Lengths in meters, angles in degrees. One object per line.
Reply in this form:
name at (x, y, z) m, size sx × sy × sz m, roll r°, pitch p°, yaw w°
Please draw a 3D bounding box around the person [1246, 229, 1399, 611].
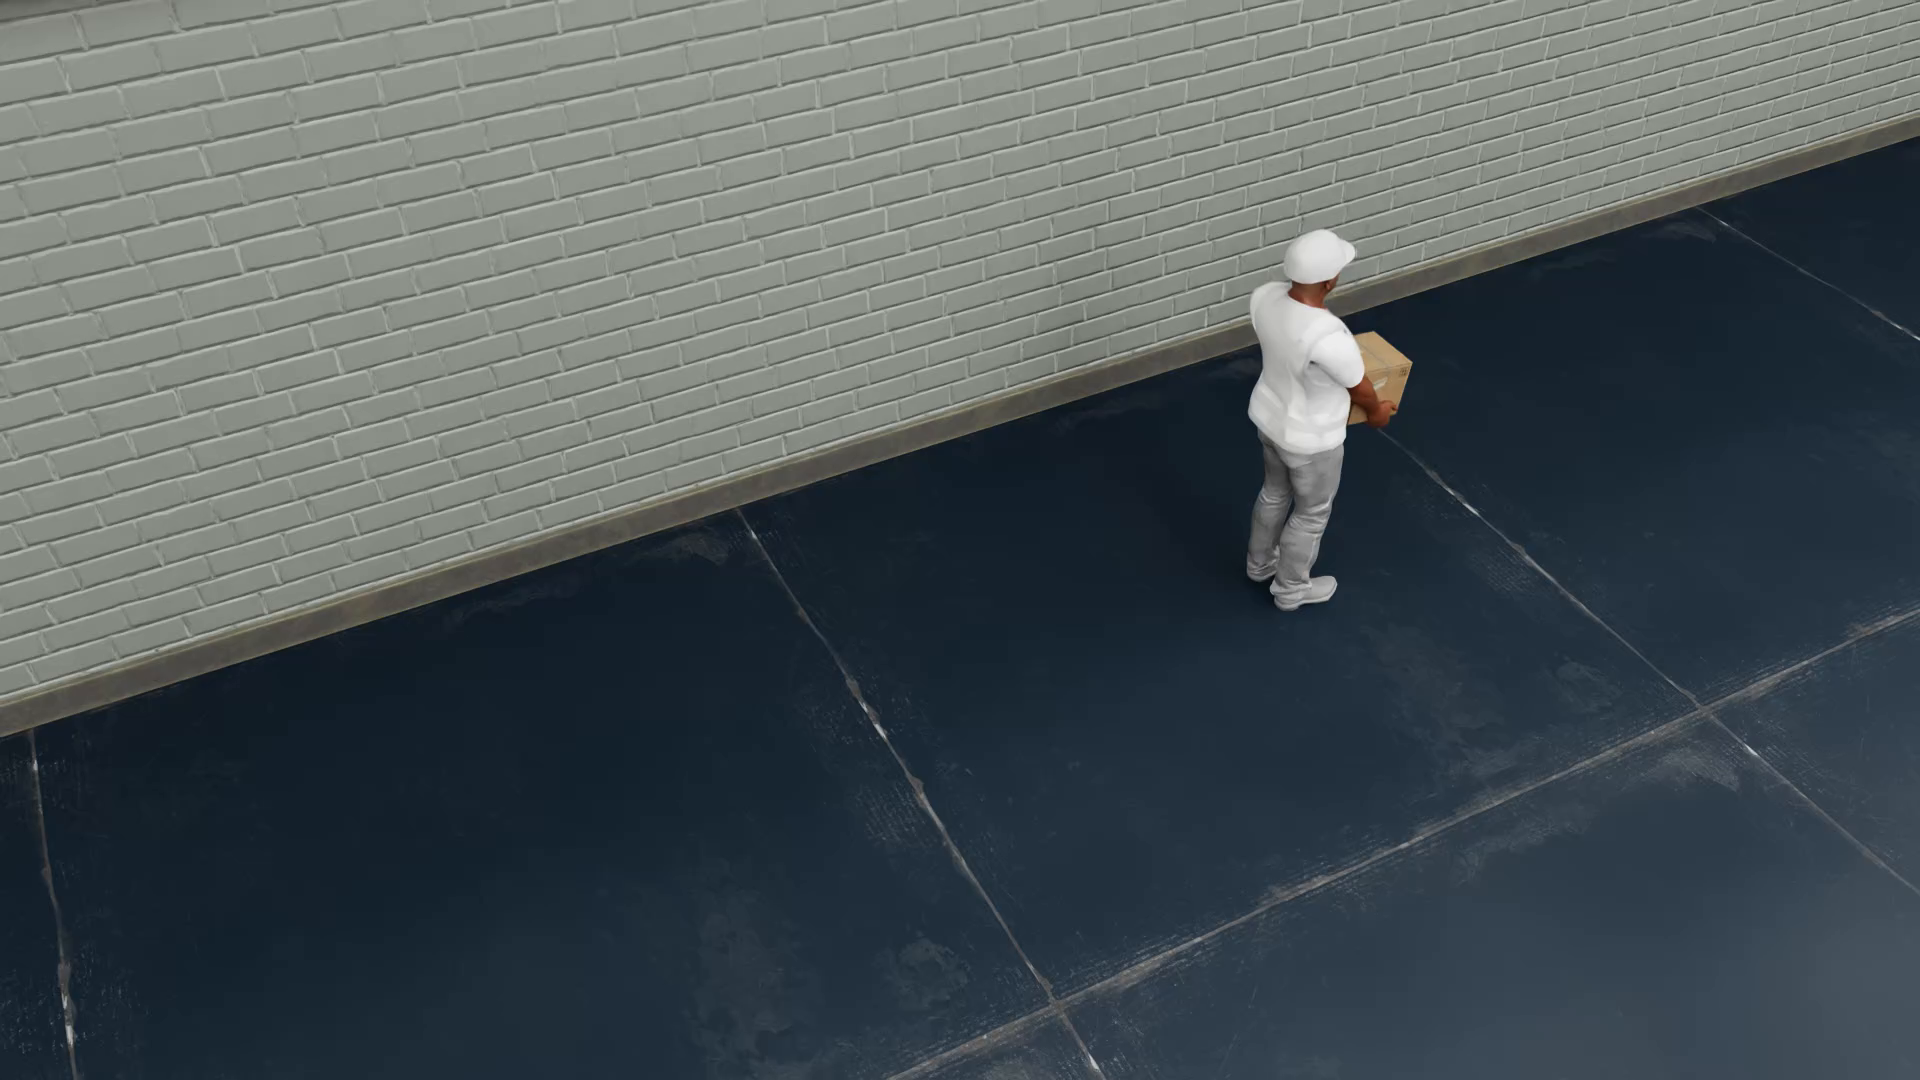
person at (1.440, -0.496, 6.712) m, size 0.566 × 1.762 × 0.504 m, roll -18°, pitch 44°, yaw -20°
